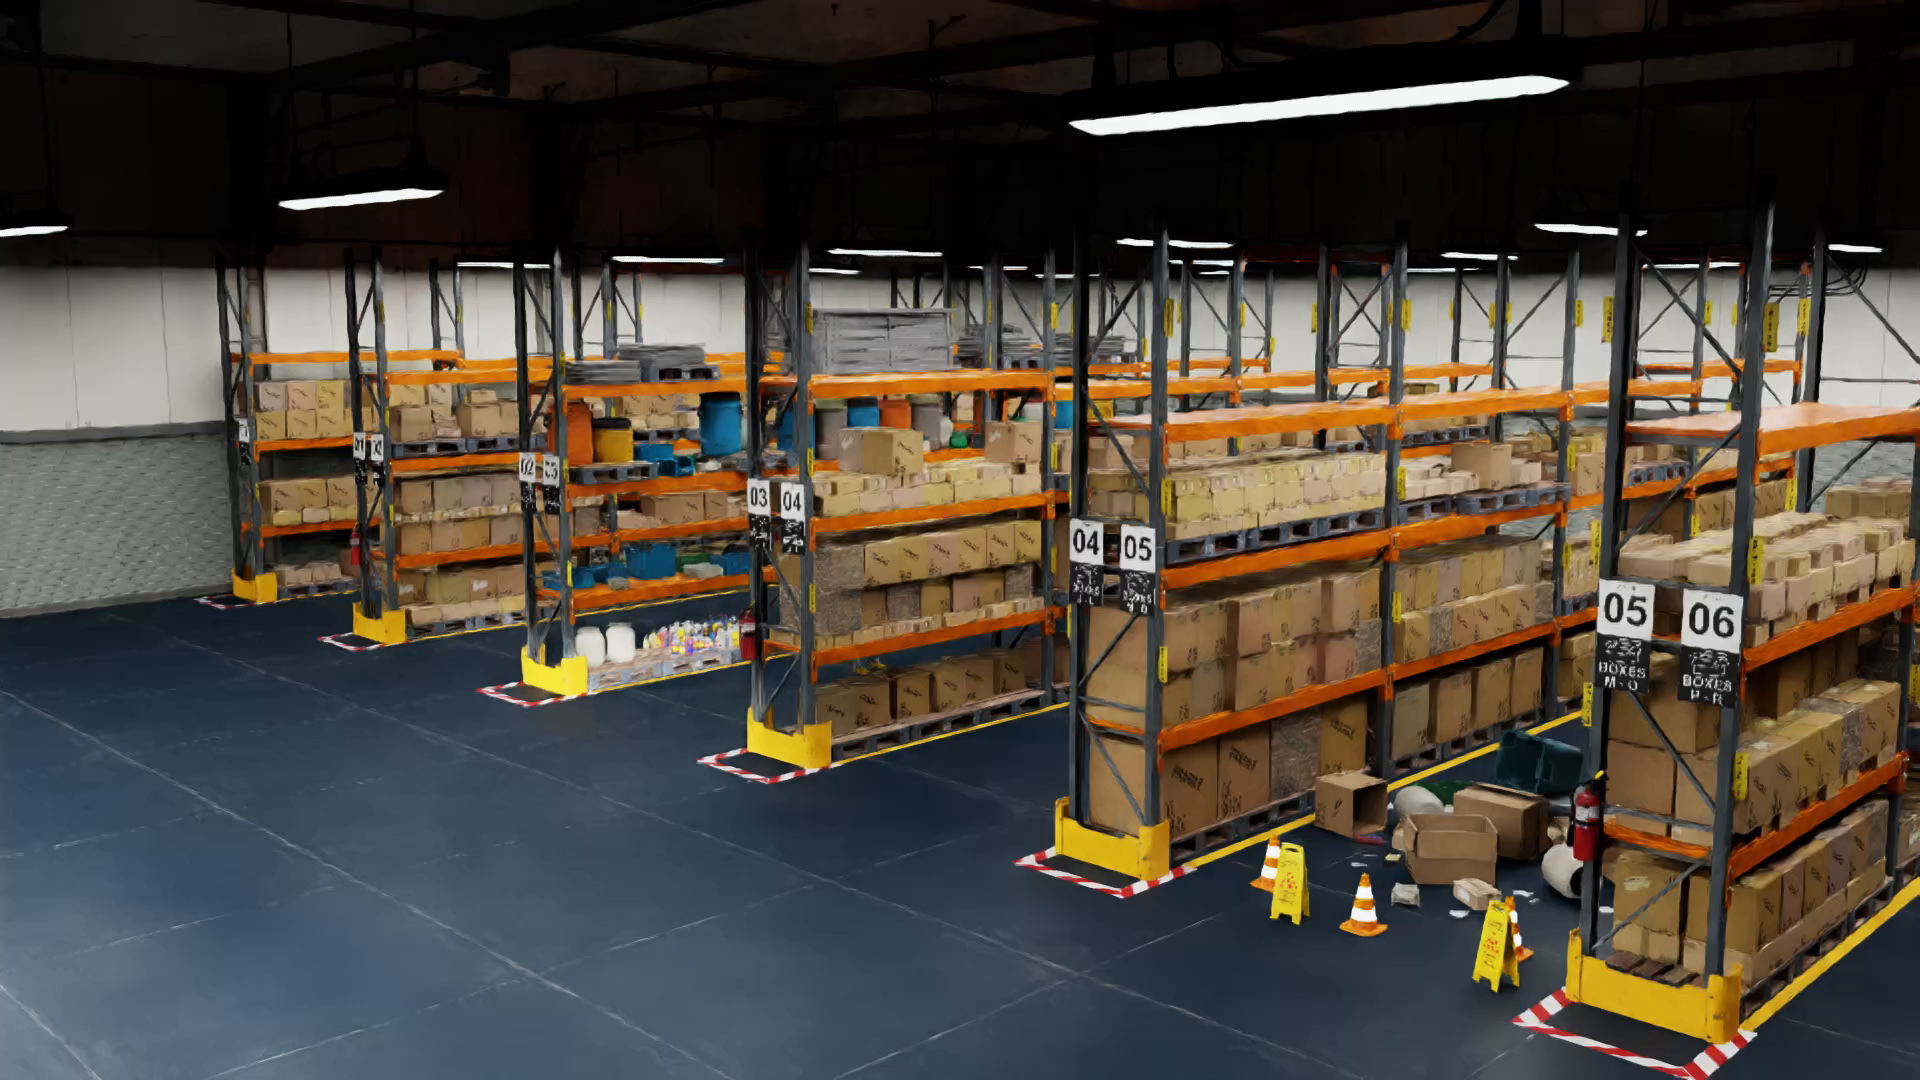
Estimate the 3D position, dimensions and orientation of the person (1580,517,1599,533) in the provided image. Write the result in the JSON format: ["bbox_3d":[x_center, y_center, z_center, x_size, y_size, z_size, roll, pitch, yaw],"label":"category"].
[{"bbox_3d":[10.384,0.462,27.231,0.729,1.733,0.546,8,11,43],"label":"person"}]

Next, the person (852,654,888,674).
[{"bbox_3d":[-1.270,0.974,23.384,0.456,1.758,0.628,2,8,17],"label":"person"}]
